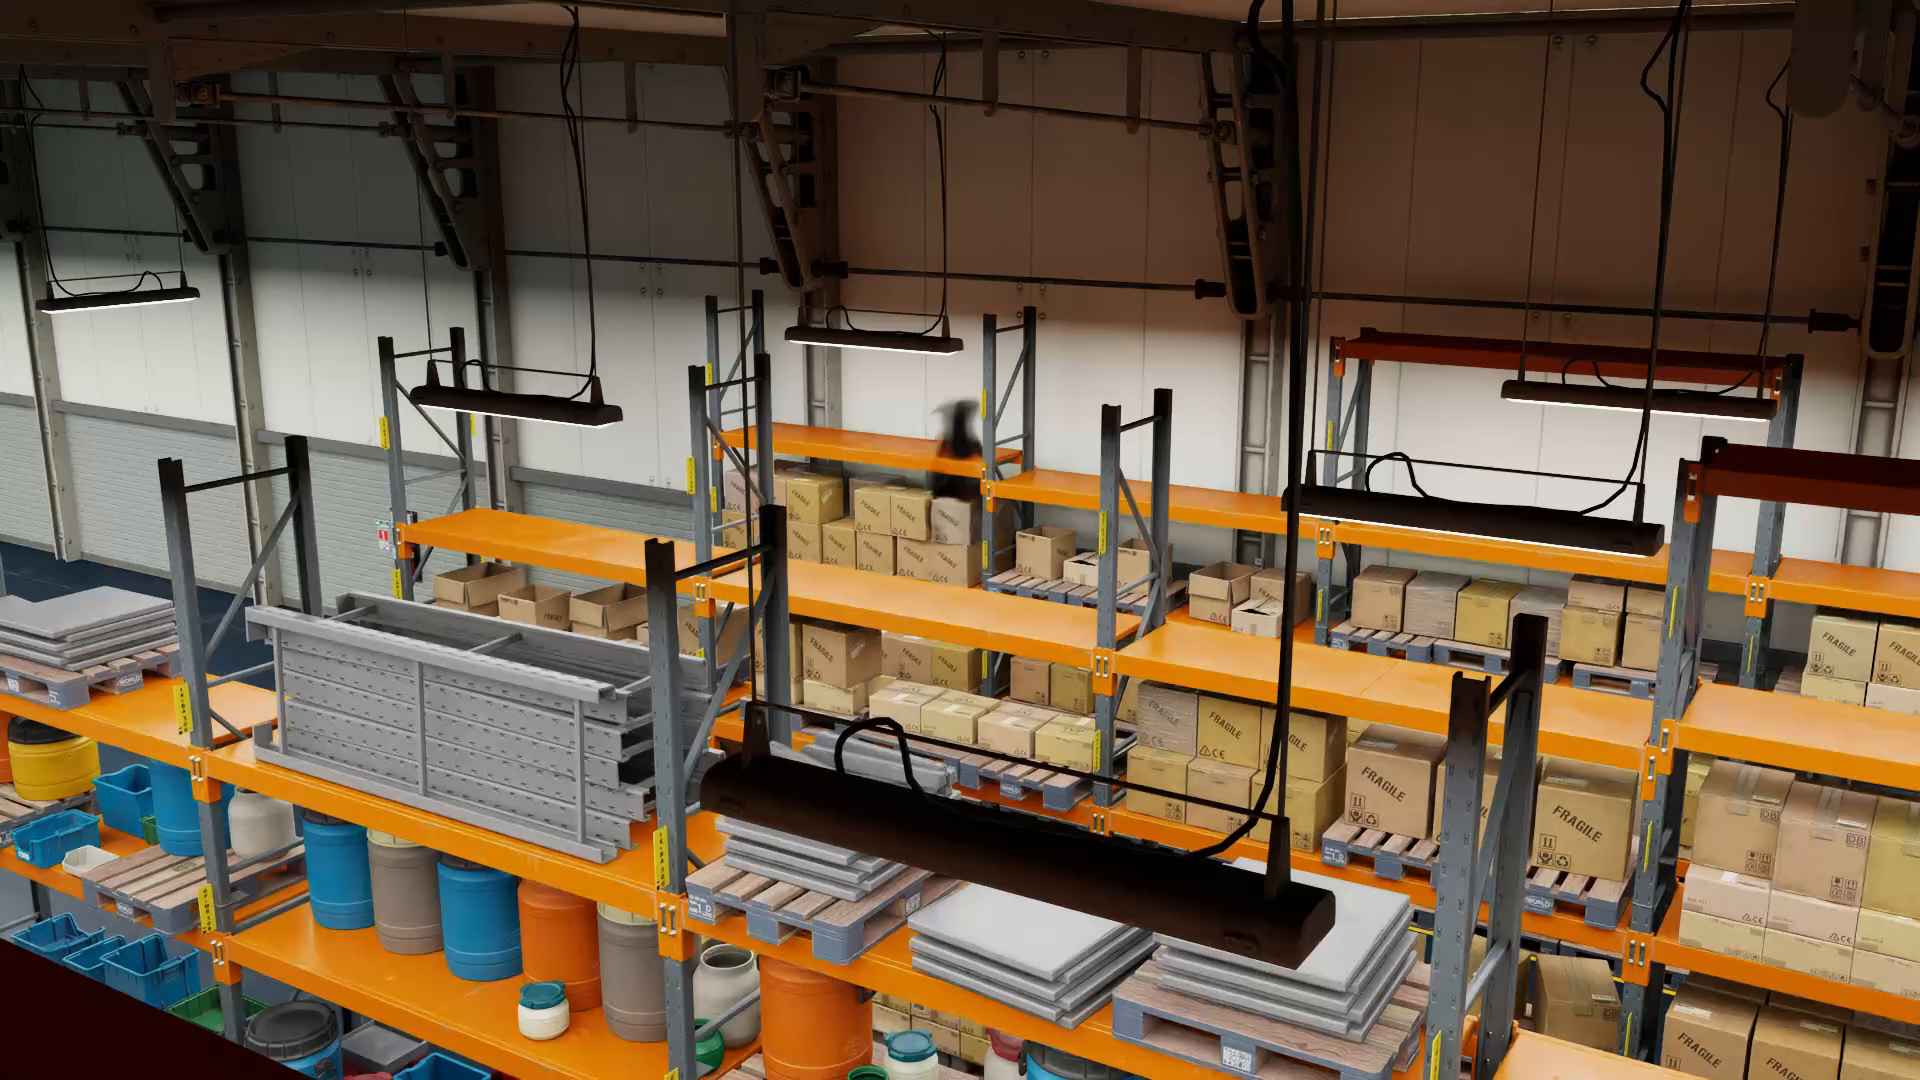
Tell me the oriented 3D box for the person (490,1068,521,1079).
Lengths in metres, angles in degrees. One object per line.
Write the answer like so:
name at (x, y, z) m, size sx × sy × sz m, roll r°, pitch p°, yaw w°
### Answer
person at (-3.061, 4.359, 12.229) m, size 0.851 × 1.627 × 0.709 m, roll 1°, pitch 14°, yaw 5°
